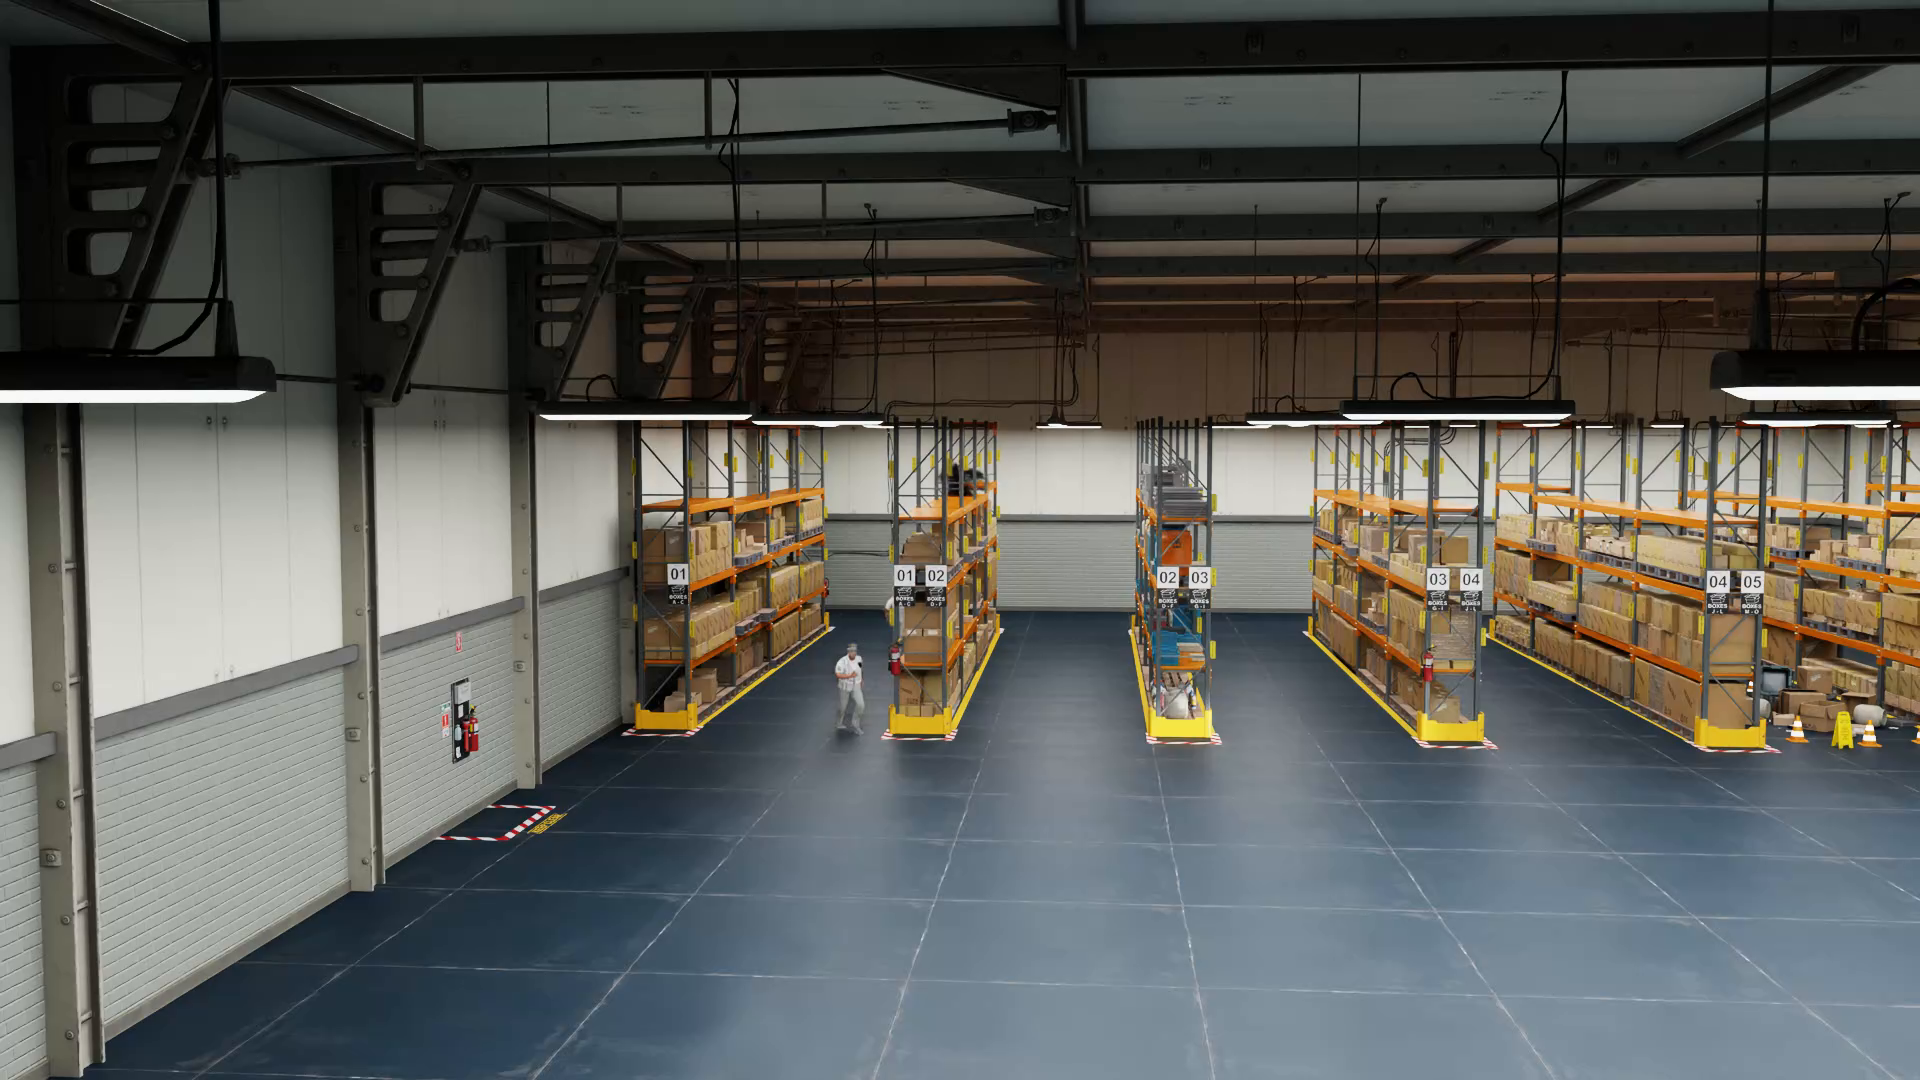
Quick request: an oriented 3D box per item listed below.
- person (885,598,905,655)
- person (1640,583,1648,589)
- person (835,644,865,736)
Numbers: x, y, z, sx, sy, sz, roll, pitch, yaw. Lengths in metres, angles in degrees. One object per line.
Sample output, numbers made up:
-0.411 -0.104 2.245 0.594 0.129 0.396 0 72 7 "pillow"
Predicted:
-1.576 2.084 42.821 0.715 1.720 0.643 0 4 -7 "person"
19.992 1.648 48.866 0.855 1.752 0.659 -1 4 -14 "person"
-2.101 2.809 31.460 0.636 1.763 0.916 -2 4 -26 "person"
